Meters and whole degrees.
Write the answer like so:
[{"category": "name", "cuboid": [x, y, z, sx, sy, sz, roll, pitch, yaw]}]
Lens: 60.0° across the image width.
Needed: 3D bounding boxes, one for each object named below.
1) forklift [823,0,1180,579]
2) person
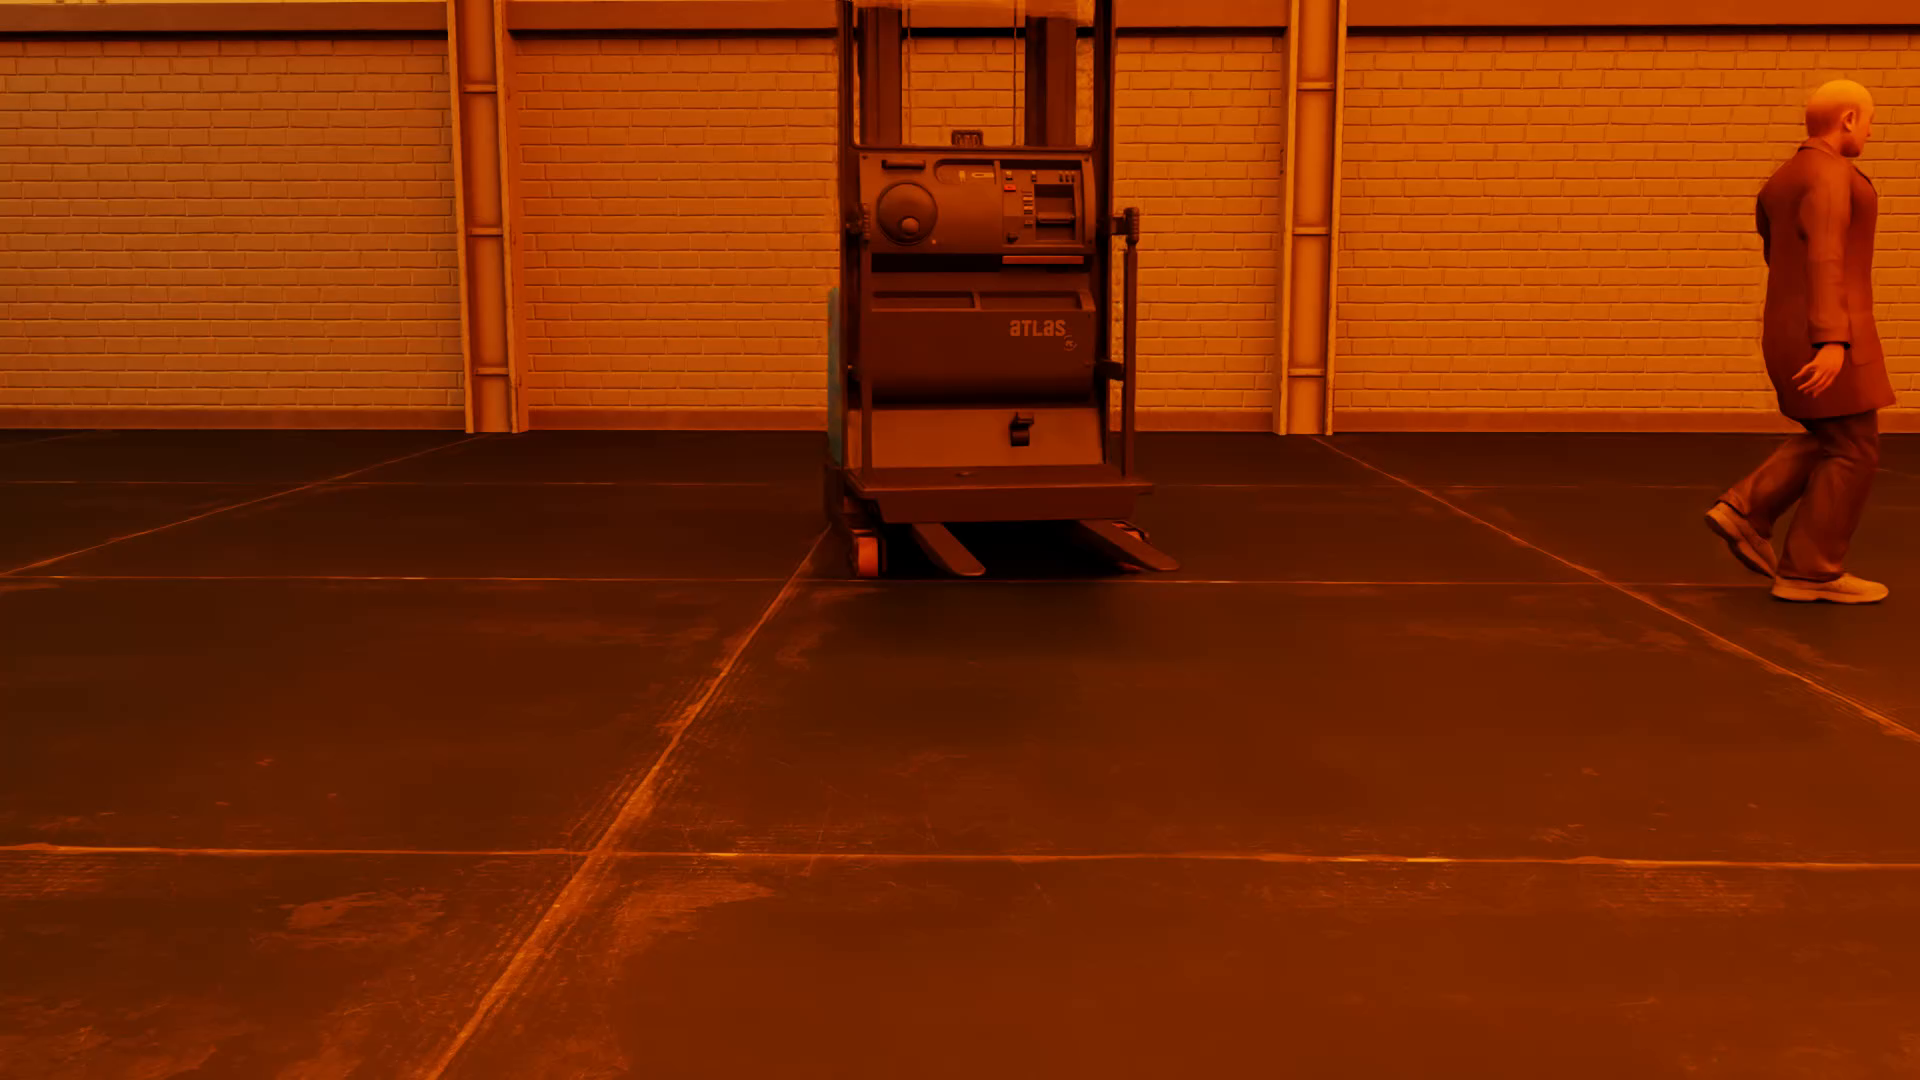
[{"category": "forklift", "cuboid": [0.104, -1.358, 6.308, 1.130, 2.935, 3.031, -1, 9, -9]}, {"category": "person", "cuboid": [2.922, -0.671, 5.705, 0.550, 1.759, 0.802, 0, 9, 2]}]
